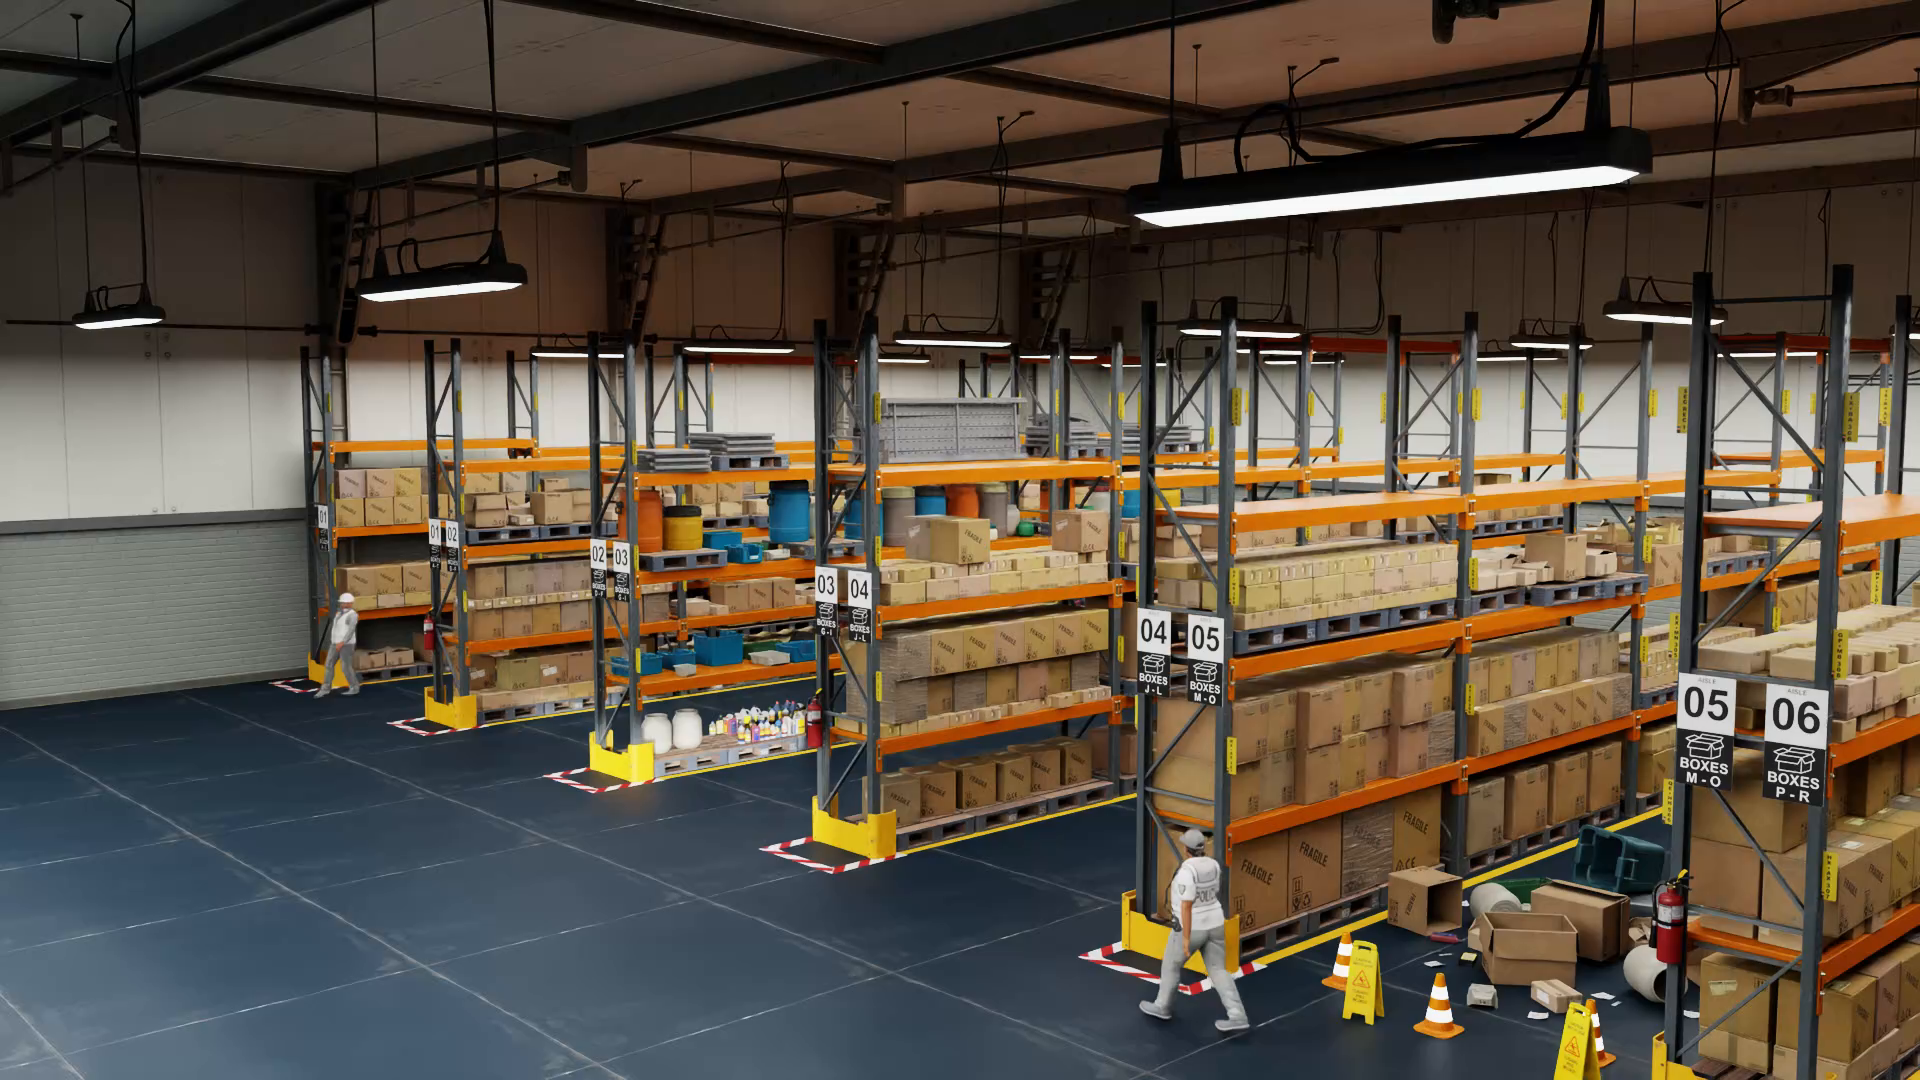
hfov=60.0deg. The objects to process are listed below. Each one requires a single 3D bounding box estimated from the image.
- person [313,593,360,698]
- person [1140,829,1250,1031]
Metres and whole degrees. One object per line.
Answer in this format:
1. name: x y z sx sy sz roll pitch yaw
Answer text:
1. person: -10.643 1.804 28.360 0.562 1.780 0.721 4 6 36
2. person: 1.929 3.157 13.559 0.501 1.620 0.970 -4 6 -37
